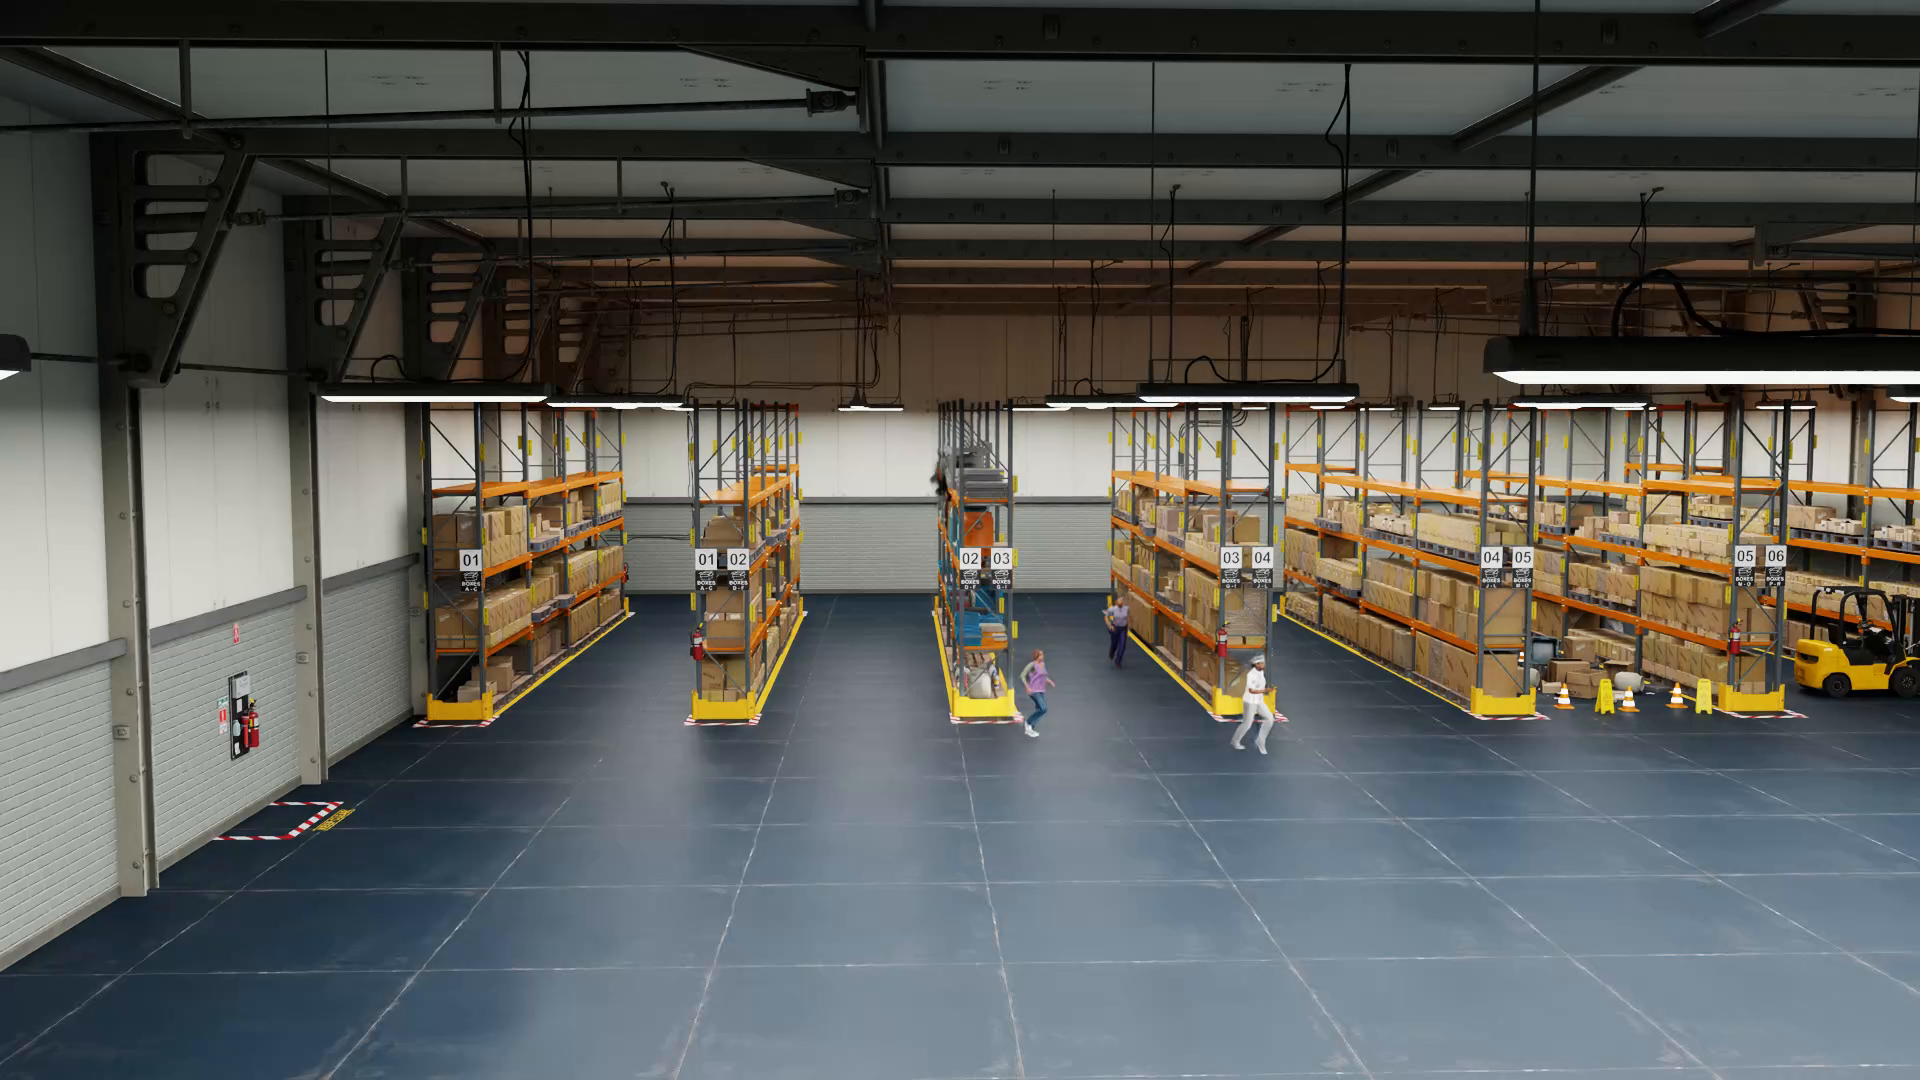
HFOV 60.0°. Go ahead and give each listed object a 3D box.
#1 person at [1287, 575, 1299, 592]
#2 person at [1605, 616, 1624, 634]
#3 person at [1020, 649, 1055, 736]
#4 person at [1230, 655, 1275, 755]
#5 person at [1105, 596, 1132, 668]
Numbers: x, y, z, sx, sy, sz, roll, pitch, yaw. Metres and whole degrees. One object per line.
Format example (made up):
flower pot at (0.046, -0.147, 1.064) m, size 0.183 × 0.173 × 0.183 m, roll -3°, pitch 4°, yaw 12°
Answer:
person at (9.864, 1.225, 49.060) m, size 0.541 × 1.582 × 0.718 m, roll 2°, pitch 5°, yaw 21°
person at (16.514, 1.675, 41.831) m, size 0.687 × 1.738 × 0.551 m, roll 0°, pitch 4°, yaw -2°
person at (1.391, 2.702, 29.431) m, size 0.565 × 1.568 × 0.543 m, roll 3°, pitch 5°, yaw 33°
person at (4.939, 2.760, 28.022) m, size 0.820 × 1.709 × 0.600 m, roll 3°, pitch 5°, yaw 36°
person at (3.608, 2.075, 37.799) m, size 0.626 × 1.600 × 0.638 m, roll -1°, pitch 4°, yaw -9°
